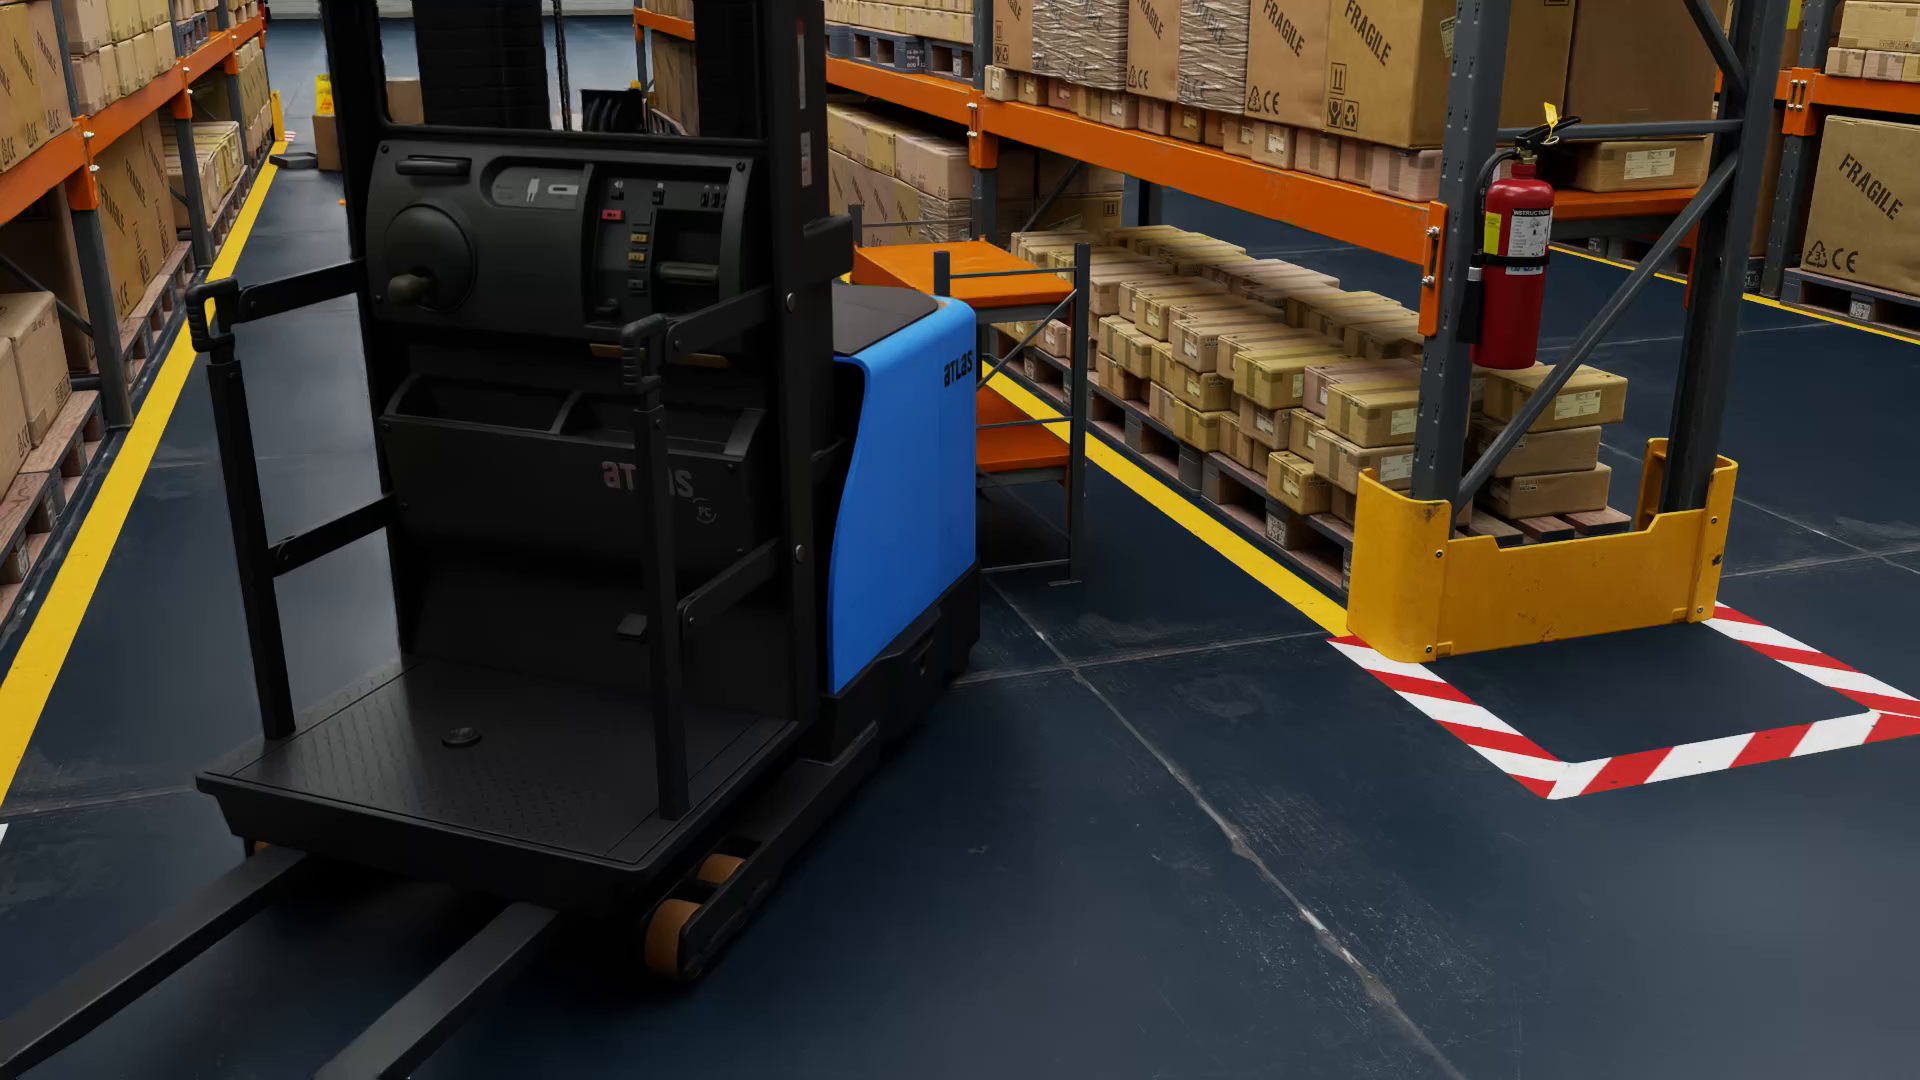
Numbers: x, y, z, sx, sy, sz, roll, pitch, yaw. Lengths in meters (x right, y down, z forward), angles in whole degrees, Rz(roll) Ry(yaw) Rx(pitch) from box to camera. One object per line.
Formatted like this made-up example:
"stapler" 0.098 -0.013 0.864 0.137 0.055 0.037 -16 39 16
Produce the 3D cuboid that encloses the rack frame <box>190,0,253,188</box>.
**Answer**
"rack frame" -6.626 -4.427 13.804 1.000 3.000 0.127 -6 21 -17

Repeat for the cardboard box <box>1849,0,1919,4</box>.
"cardboard box" 5.204 -3.154 8.932 0.500 0.500 0.500 -6 21 -17

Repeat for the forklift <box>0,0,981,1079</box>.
"forklift" -0.938 -0.635 3.348 1.130 2.935 3.031 7 21 20

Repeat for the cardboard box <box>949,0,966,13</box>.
"cardboard box" 0.159 -2.828 8.664 0.380 0.149 0.250 -6 21 -17

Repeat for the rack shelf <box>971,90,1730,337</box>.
"rack shelf" 1.184 -1.437 6.545 1.077 0.370 4.000 -6 21 -17

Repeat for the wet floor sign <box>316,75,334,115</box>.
"wet floor sign" -6.927 -4.777 18.262 0.267 0.644 0.232 1 20 2

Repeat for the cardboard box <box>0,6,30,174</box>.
"cardboard box" -3.384 -1.461 5.398 0.500 0.500 0.500 -7 21 -18

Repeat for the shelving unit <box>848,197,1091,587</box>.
"shelving unit" 0.002 -0.527 5.720 0.538 1.125 1.048 -6 21 -17

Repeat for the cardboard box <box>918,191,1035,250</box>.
"cardboard box" 0.084 -1.650 9.149 0.500 0.500 0.500 -7 21 -18

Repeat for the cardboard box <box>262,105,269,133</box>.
"cardboard box" -7.218 -4.216 16.663 0.500 0.250 0.500 -6 21 -17

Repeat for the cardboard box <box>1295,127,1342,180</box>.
"cardboard box" 1.307 -1.253 5.340 0.380 0.149 0.250 -7 21 -18

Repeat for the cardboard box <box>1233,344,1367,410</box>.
"cardboard box" 1.180 -0.569 5.781 0.380 0.149 0.250 -7 21 -18

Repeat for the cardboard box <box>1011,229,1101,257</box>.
"cardboard box" 0.467 -1.421 8.152 0.380 0.149 0.250 -6 20 -15

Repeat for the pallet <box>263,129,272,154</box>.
"pallet" -7.638 -4.109 17.045 1.003 0.211 1.213 -6 21 -17

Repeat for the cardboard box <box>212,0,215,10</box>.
"cardboard box" -6.021 -4.205 12.936 0.380 0.149 0.250 -7 21 -18

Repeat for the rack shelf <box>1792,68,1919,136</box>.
"rack shelf" 5.925 -1.932 7.922 1.077 0.370 4.000 -6 21 -17

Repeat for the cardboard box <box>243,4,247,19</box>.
"cardboard box" -7.094 -5.092 16.027 0.380 0.149 0.250 -7 21 -18

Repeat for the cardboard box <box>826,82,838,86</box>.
"cardboard box" -1.085 -3.325 13.444 1.050 0.750 0.750 -6 21 -16

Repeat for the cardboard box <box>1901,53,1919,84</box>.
"cardboard box" 5.239 -2.495 8.797 0.380 0.149 0.250 -6 21 -15

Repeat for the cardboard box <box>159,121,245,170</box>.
"cardboard box" -6.459 -3.220 13.709 0.950 0.372 0.625 -6 21 -17

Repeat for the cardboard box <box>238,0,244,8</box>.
"cardboard box" -6.825 -5.106 15.106 0.500 0.500 0.500 -7 21 -18

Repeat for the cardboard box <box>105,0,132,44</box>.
"cardboard box" -4.306 -2.524 7.990 0.500 0.250 0.500 -6 21 -17

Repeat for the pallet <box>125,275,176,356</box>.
"pallet" -4.813 -1.179 8.886 1.003 0.211 1.213 -6 21 -17

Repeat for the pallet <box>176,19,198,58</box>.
"pallet" -5.694 -3.270 10.867 1.213 0.211 1.003 -6 21 -17

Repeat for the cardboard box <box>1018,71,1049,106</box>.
"cardboard box" 0.486 -2.099 7.694 0.380 0.149 0.250 -6 21 -16

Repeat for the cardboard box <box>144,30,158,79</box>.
"cardboard box" -4.645 -2.612 8.974 0.500 0.250 0.500 -7 21 -18

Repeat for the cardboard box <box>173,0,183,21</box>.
"cardboard box" -5.394 -3.534 11.067 0.380 0.149 0.250 -8 21 -21

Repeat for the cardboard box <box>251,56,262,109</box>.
"cardboard box" -7.065 -4.408 16.087 0.500 0.500 0.500 -7 21 -18

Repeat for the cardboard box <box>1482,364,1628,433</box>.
"cardboard box" 1.971 -0.474 5.516 0.380 0.149 0.250 -7 21 -20

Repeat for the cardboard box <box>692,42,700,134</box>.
"cardboard box" -2.090 -4.392 16.229 0.875 0.875 0.875 -6 21 -16

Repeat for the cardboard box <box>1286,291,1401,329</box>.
"cardboard box" 1.538 -0.895 6.686 0.380 0.149 0.250 -6 21 -16

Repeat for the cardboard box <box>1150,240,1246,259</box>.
"cardboard box" 1.118 -1.310 7.843 0.380 0.149 0.250 -7 21 -18

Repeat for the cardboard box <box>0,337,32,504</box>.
"cardboard box" -3.734 -0.351 5.626 0.875 0.438 0.875 -7 21 -19

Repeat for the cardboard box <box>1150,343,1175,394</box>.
"cardboard box" 0.973 -0.685 6.542 0.380 0.149 0.250 -5 20 -14

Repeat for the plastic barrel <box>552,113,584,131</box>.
"plastic barrel" -3.771 -3.974 16.353 0.512 0.421 0.421 8 21 20

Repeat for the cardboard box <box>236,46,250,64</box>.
"cardboard box" -6.701 -4.418 15.156 0.380 0.149 0.250 -6 20 -15

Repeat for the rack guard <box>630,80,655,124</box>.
"rack guard" -3.223 -5.100 19.376 1.175 0.500 0.348 -6 21 -17

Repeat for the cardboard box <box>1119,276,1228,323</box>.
"cardboard box" 0.894 -1.000 6.980 0.380 0.149 0.250 -7 21 -19

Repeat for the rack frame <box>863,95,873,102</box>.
"rack frame" -0.701 -3.701 11.784 1.000 3.000 0.127 -6 21 -17

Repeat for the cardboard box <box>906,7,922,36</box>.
"cardboard box" -0.087 -2.936 9.404 0.380 0.149 0.250 -7 21 -20

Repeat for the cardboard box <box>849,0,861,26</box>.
"cardboard box" -0.497 -3.357 10.575 0.380 0.149 0.250 -5 20 -15

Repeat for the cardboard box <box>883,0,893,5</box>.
"cardboard box" -0.245 -3.245 9.824 0.380 0.149 0.250 -6 21 -15

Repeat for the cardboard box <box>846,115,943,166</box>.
"cardboard box" -0.412 -2.506 10.422 0.500 0.250 0.500 -6 21 -17

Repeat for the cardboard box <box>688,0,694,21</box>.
"cardboard box" -2.086 -5.173 15.659 0.875 0.550 0.550 -6 21 -17

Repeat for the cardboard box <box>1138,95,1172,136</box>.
"cardboard box" 0.923 -1.675 6.515 0.380 0.149 0.250 -6 21 -15

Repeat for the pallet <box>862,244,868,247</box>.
"pallet" -0.077 -1.747 10.469 1.003 0.211 1.213 -6 21 -17

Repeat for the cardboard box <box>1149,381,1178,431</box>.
"cardboard box" 0.975 -0.546 6.594 0.380 0.149 0.250 -6 21 -16

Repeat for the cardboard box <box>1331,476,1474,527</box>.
"cardboard box" 1.450 -0.137 5.456 0.380 0.149 0.250 -6 21 -16

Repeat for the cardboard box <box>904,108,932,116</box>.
"cardboard box" -0.068 -2.723 11.028 0.500 0.250 0.500 -6 21 -16

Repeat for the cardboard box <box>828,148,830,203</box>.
"cardboard box" -0.721 -2.469 11.428 0.500 0.500 0.500 -7 21 -20

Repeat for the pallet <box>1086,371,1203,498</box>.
"pallet" 1.188 -0.502 7.001 1.003 0.211 1.213 -6 21 -17

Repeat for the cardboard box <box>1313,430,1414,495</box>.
"cardboard box" 1.376 -0.269 5.385 0.380 0.149 0.250 -7 21 -19

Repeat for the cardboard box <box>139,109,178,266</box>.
"cardboard box" -5.231 -2.110 9.876 0.875 0.875 0.875 -7 21 -18

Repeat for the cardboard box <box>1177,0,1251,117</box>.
"cardboard box" 1.102 -1.766 5.807 0.500 0.500 0.500 -6 21 -17

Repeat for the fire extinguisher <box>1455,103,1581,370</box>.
"fire extinguisher" 1.454 -0.792 4.351 0.296 0.674 0.183 -6 21 -17

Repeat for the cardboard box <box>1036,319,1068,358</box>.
"cardboard box" 0.576 -0.963 7.757 0.380 0.149 0.250 -6 21 -17
